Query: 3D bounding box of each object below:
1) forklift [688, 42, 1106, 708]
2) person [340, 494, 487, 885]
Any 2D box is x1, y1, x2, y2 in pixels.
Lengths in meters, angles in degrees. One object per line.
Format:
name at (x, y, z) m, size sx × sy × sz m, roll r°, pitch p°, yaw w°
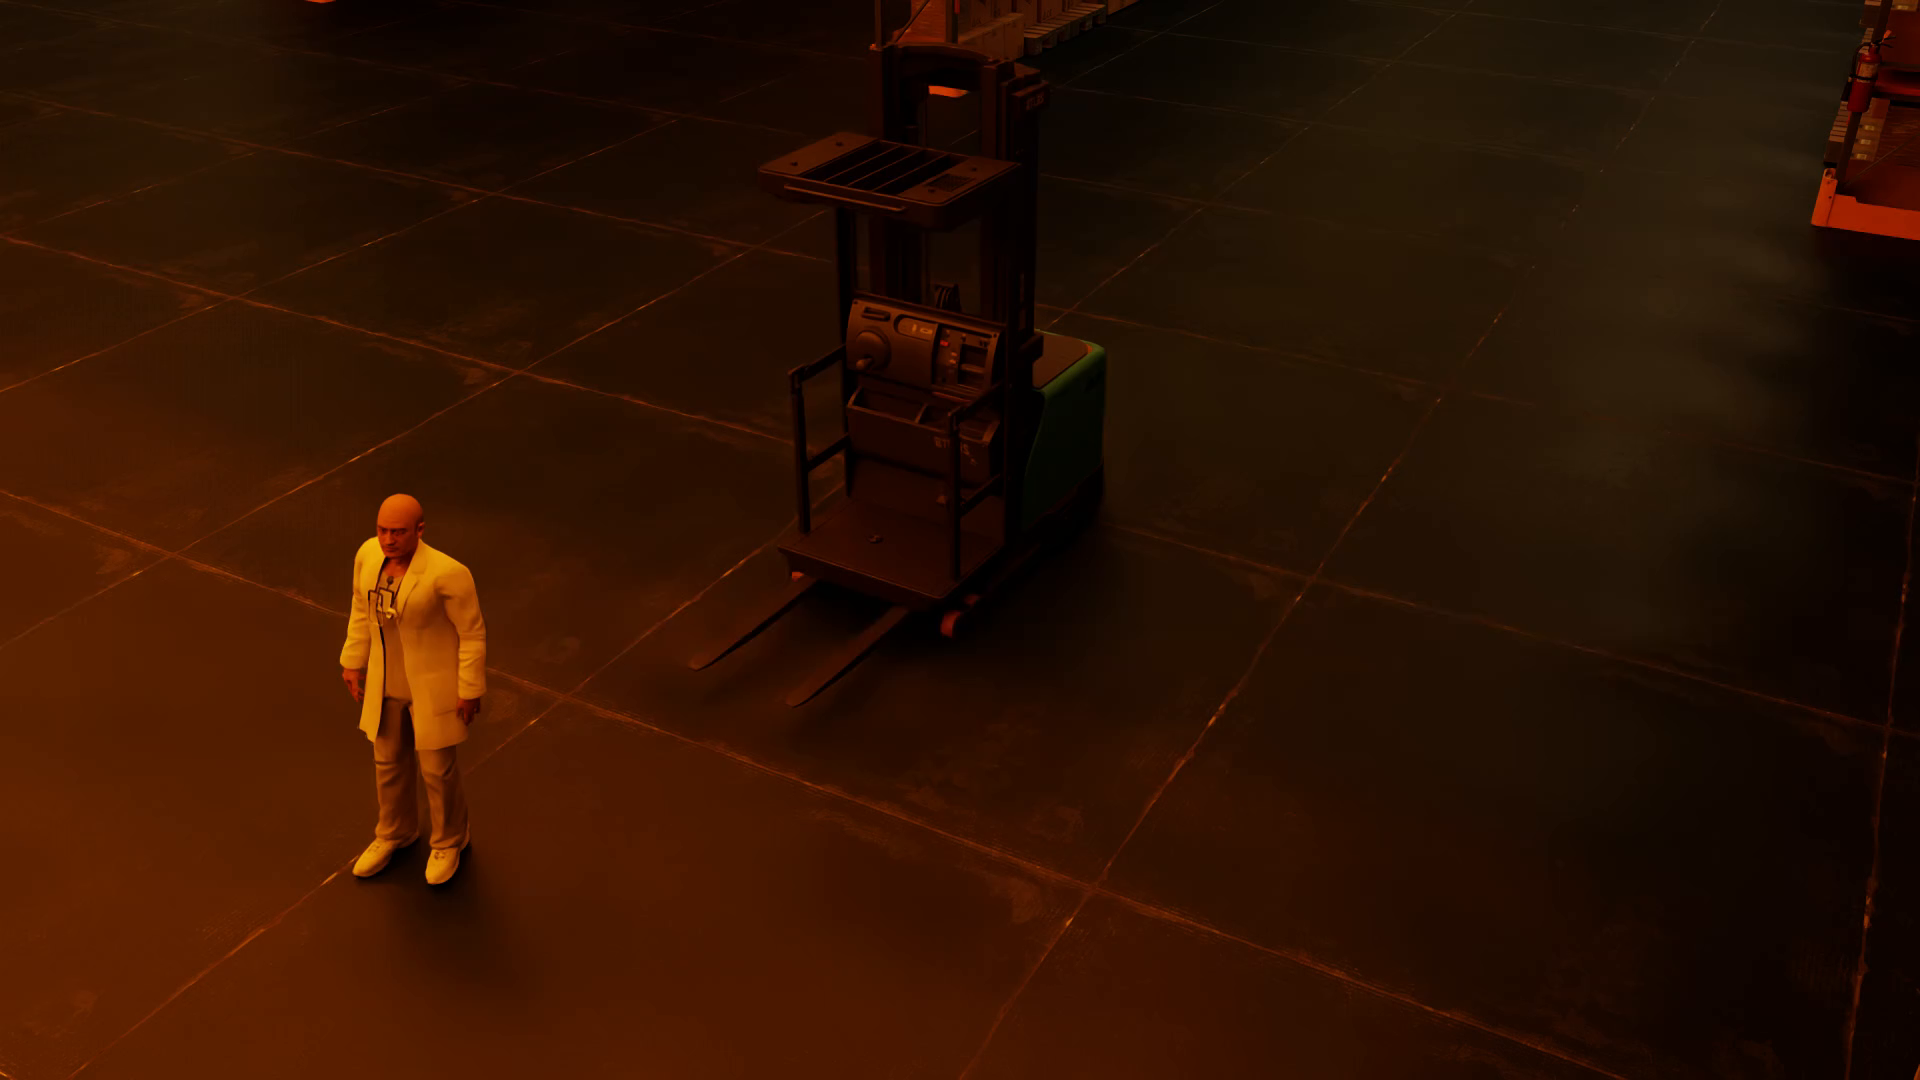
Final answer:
forklift at (-0.314, -0.992, 8.789) m, size 1.130 × 2.935 × 3.031 m, roll 17°, pitch 34°, yaw 27°
person at (-2.364, 0.654, 7.087) m, size 0.687 × 1.784 × 0.536 m, roll 10°, pitch 31°, yaw 16°
